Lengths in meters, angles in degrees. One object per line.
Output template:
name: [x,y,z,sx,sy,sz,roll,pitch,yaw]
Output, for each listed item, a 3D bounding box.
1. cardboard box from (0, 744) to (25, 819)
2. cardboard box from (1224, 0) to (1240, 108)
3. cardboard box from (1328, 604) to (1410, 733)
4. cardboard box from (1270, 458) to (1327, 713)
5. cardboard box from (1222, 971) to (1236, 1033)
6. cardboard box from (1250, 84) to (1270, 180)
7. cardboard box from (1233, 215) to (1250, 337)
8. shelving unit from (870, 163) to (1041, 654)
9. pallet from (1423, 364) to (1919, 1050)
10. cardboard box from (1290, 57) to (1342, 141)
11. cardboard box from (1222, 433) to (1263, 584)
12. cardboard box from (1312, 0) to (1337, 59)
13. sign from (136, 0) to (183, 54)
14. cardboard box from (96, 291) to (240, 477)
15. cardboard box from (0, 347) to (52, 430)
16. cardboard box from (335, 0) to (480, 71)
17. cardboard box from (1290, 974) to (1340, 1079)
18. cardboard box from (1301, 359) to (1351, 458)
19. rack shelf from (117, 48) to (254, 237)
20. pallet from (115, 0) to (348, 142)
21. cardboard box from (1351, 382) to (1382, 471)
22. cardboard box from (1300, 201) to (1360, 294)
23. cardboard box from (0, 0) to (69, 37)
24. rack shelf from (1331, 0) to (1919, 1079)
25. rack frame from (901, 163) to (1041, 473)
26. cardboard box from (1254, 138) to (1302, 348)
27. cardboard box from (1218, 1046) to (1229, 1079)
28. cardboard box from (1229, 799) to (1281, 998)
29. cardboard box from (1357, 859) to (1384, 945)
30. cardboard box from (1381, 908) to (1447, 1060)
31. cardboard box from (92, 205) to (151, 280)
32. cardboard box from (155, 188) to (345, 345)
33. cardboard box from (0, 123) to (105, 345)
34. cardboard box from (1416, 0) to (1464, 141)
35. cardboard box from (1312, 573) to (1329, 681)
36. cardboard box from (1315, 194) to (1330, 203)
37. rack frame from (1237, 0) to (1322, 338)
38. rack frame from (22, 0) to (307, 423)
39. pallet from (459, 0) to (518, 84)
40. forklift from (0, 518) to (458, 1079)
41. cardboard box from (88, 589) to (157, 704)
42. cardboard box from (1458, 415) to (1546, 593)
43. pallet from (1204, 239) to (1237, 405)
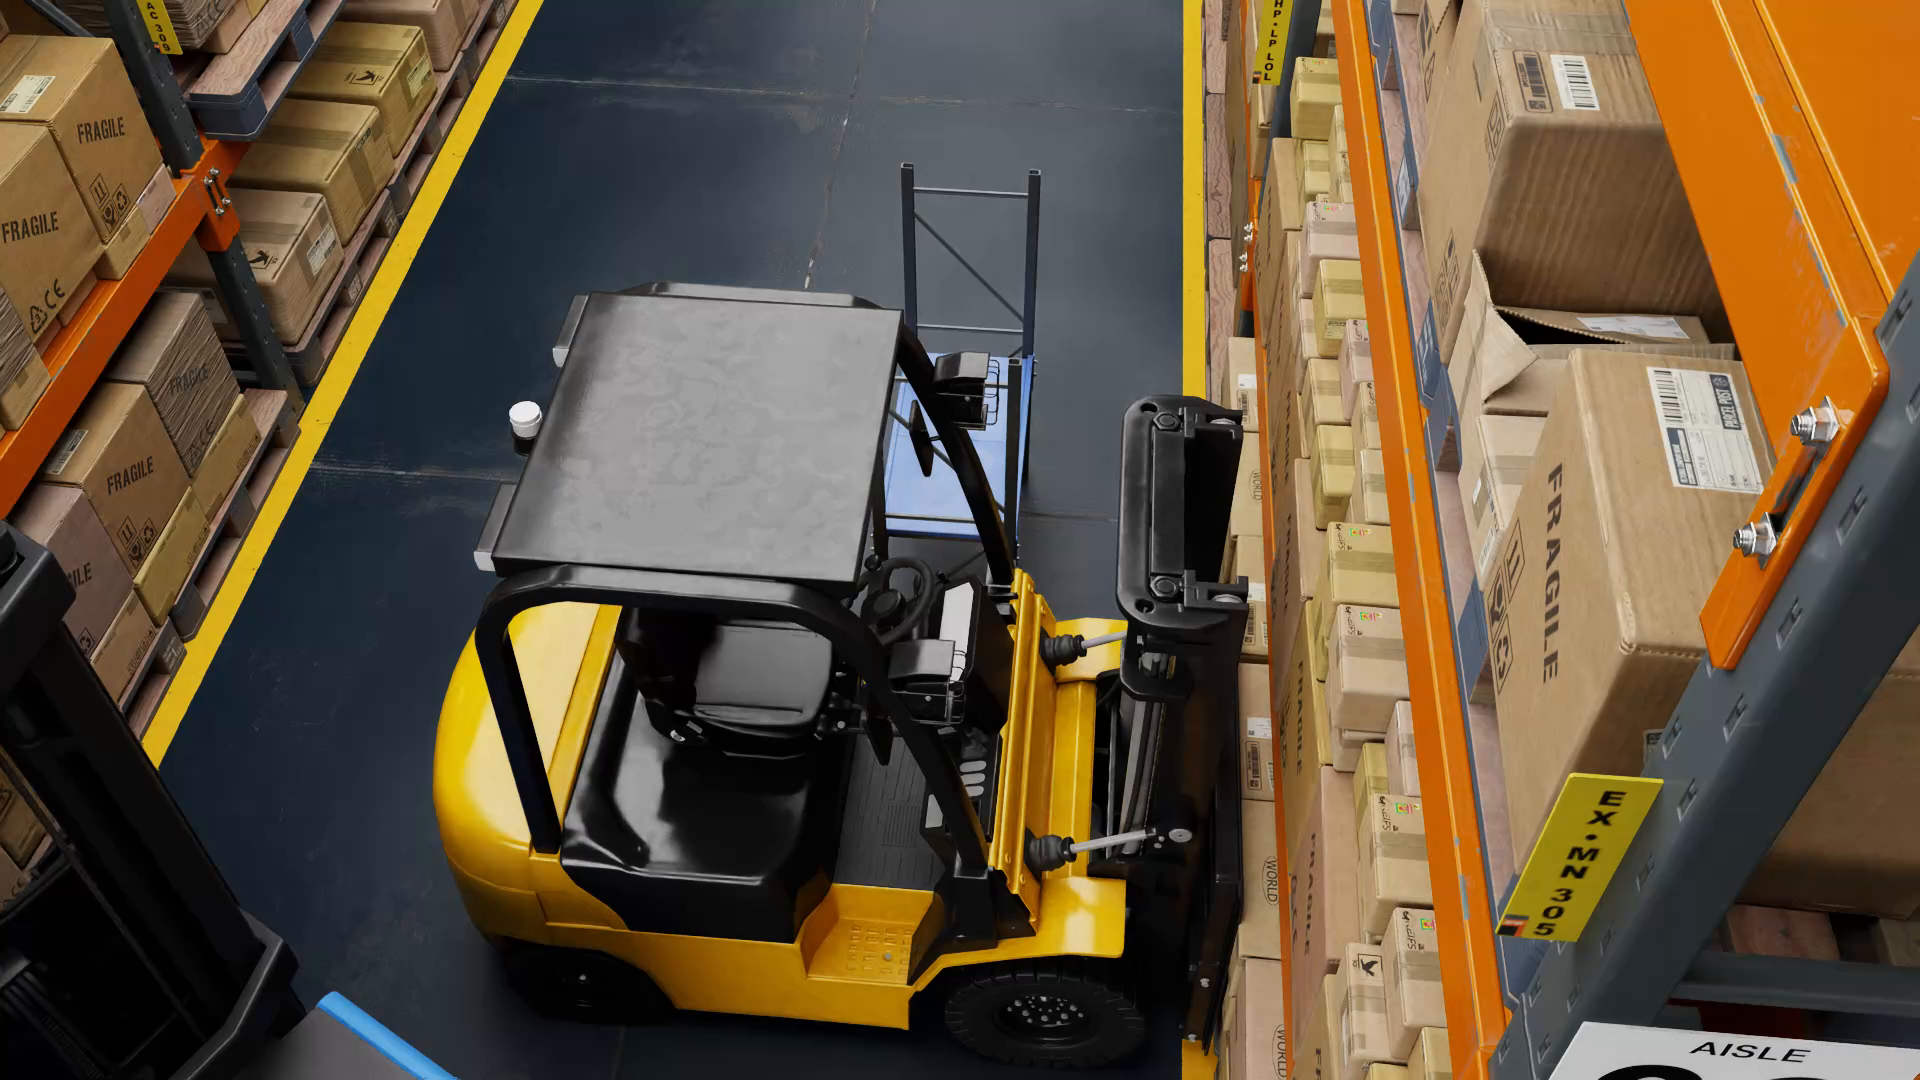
cardboard box: [-3.283,0.542,5.292,0.500,0.500,0.500,5,48,4]
cardboard box: [1.819,-2.597,8.417,0.875,0.625,0.625,5,48,5]
cardboard box: [1.034,0.299,3.735,0.380,0.149,0.250,5,48,4]
cardboard box: [1.134,0.143,4.518,0.500,0.500,0.500,4,48,4]
cardboard box: [1.028,1.174,4.884,0.500,0.250,0.500,3,48,3]
cardboard box: [1.362,-1.593,6.276,0.500,0.250,0.500,5,48,4]
cardboard box: [1.613,-0.980,6.938,0.875,0.625,0.625,6,48,5]
shelving unit: [-0.008,-0.443,6.139,0.538,1.500,1.048,4,48,4]
pallet: [1.303,0.183,2.577,1.003,0.211,1.213,4,48,4]
cardboard box: [1.253,-1.394,5.284,0.380,0.149,0.250,5,48,4]
cardboard box: [1.164,-0.097,5.707,0.500,0.250,0.500,4,48,4]
cardboard box: [1.387,-1.774,5.833,0.380,0.149,0.250,5,48,5]
sign: [-2.825,-1.848,5.821,0.100,0.325,0.005,4,48,4]
cardboard box: [-3.153,-0.601,6.337,0.500,0.500,0.500,3,48,3]
cardboard box: [-3.181,-0.498,5.343,0.380,0.149,0.250,3,48,3]
cardboard box: [-3.122,-2.824,8.796,0.950,0.372,0.625,3,48,3]
cardboard box: [0.996,1.271,3.487,0.500,0.500,0.500,3,48,3]
cardboard box: [1.141,-0.353,4.533,0.380,0.149,0.250,2,48,2]
rack shelf: [-3.184,-2.814,7.778,1.077,0.370,4.000,4,48,4]
pallet: [-3.152,-2.074,6.744,1.003,0.211,1.213,4,48,4]
cardboard box: [1.209,-0.258,4.244,0.380,0.149,0.250,4,48,4]
cardboard box: [1.179,-0.826,4.764,0.380,0.149,0.250,5,48,4]
cardboard box: [-3.553,-2.217,6.191,0.500,0.500,0.500,3,48,3]
rack shelf: [1.395,-0.622,3.608,0.919,0.124,3.809,4,48,4]
rack frame: [0.039,-0.817,6.481,0.500,1.500,0.032,4,48,4]
cardboard box: [1.277,-0.981,5.547,0.500,0.500,0.500,3,48,2]
cardboard box: [0.995,1.739,4.706,0.500,0.250,0.500,4,48,4]
cardboard box: [1.021,1.026,4.680,0.500,0.250,0.500,4,48,4]
cardboard box: [1.043,0.781,3.495,0.380,0.149,0.250,5,48,4]
cardboard box: [1.027,0.870,3.213,0.380,0.149,0.250,4,48,4]
cardboard box: [-3.108,-1.061,5.858,0.380,0.149,0.250,5,48,4]
cardboard box: [-3.321,-1.227,7.336,0.950,0.372,0.625,4,48,4]
cardboard box: [-3.199,-0.999,5.361,0.500,0.500,0.500,5,48,5]
cardboard box: [1.295,-1.054,3.226,0.797,0.503,0.637,5,48,5]
cardboard box: [1.058,0.213,4.015,0.380,0.149,0.250,4,48,4]
cardboard box: [1.268,-0.908,5.040,0.380,0.149,0.250,4,48,3]
rack frame: [1.577,-1.256,5.866,1.000,3.000,0.127,4,48,4]
rack frame: [-3.366,-1.587,6.168,1.000,3.000,0.127,4,48,4]
pallet: [-3.074,-3.011,9.361,1.003,0.211,1.213,4,48,4]
forklift: [-2.476,0.899,3.941,3.031,2.935,1.130,26,53,22]
cardboard box: [-3.242,0.417,5.914,0.500,0.250,0.500,5,48,4]
cardboard box: [0.986,-0.049,2.547,0.380,0.149,0.250,3,48,2]
pallet: [1.605,-0.859,7.392,1.003,0.211,1.213,4,48,4]
